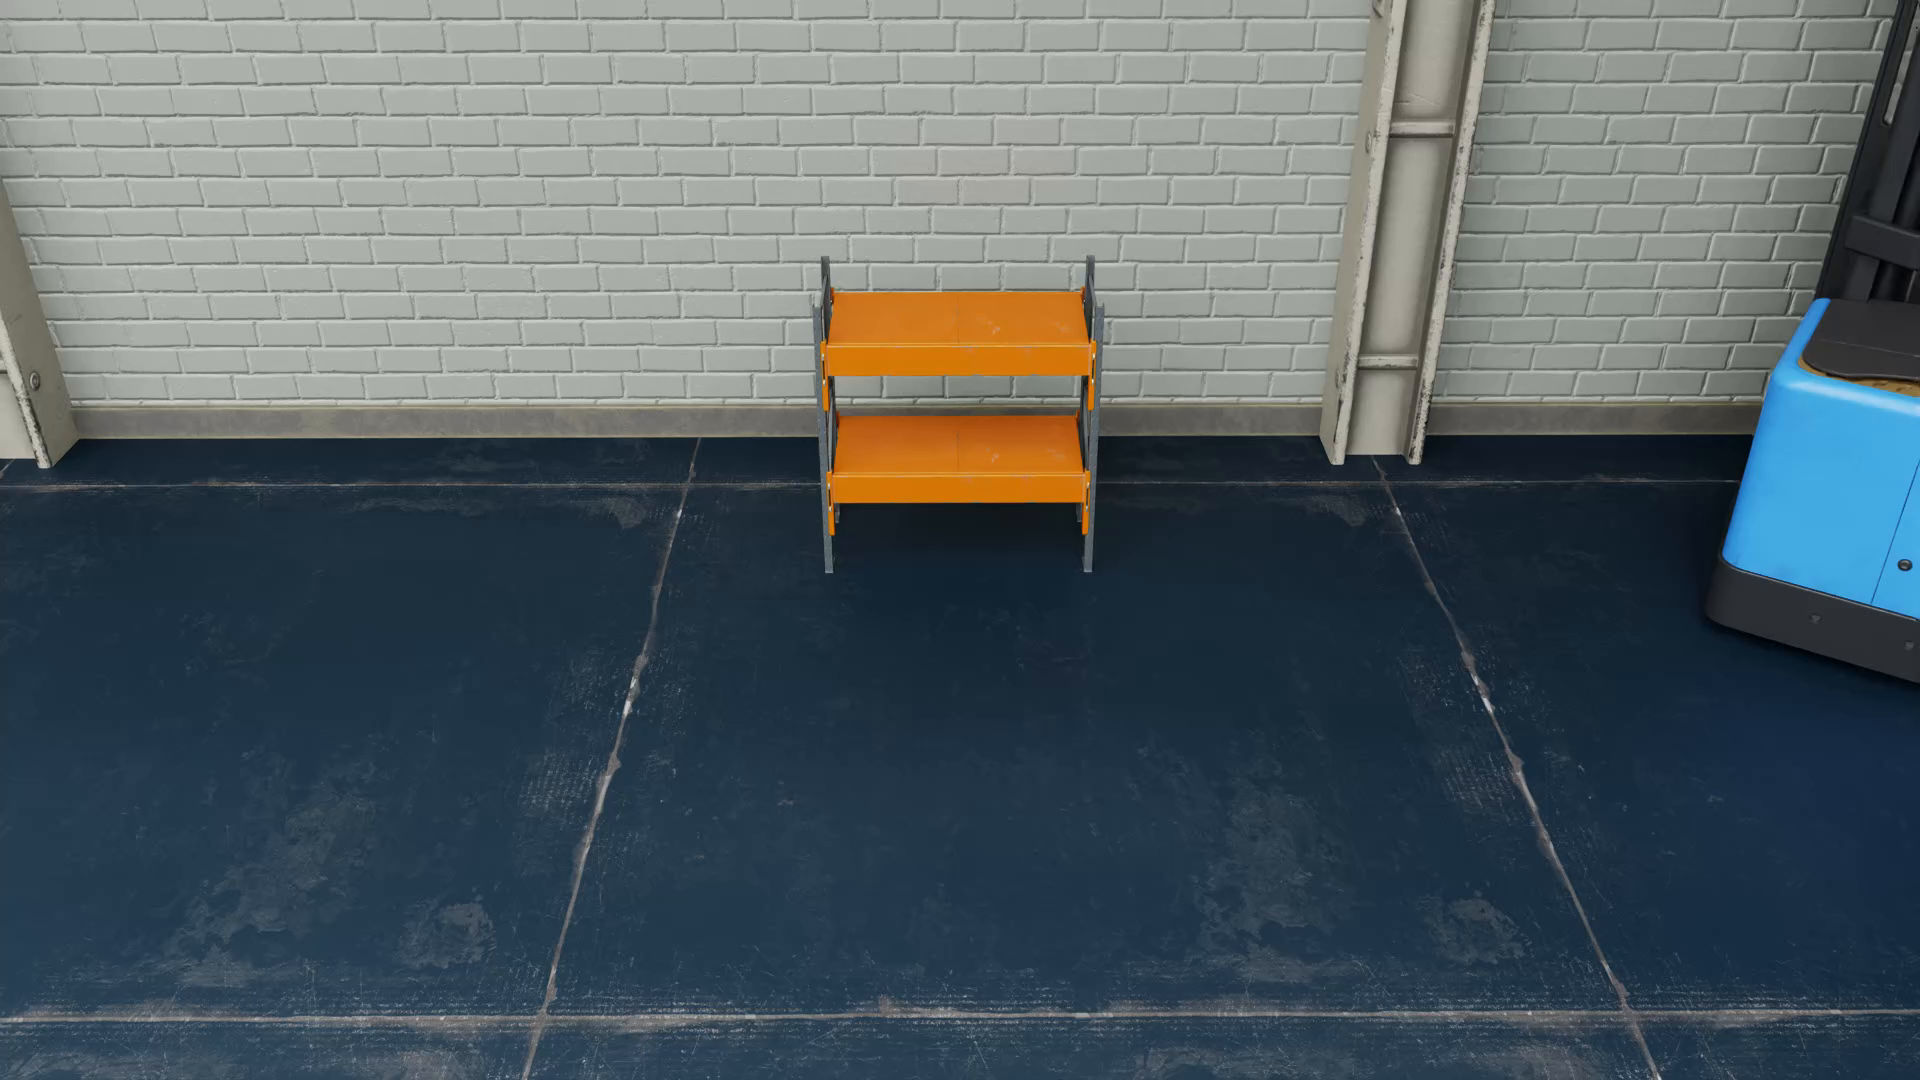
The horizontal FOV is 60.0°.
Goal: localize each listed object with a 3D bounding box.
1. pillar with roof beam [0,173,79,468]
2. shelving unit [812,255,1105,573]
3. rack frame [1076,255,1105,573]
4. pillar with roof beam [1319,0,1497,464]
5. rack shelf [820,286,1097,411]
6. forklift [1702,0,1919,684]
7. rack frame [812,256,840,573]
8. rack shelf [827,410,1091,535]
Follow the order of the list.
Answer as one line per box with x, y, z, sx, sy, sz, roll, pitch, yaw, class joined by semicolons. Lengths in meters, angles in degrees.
-4.147;-2.008;1.385;0.400;9.000;9.100;0;31;0;pillar with roof beam
-0.007;-0.481;6.458;1.048;1.125;0.538;0;31;0;shelving unit
0.502;-0.482;6.461;0.032;1.125;0.500;0;31;0;rack frame
1.853;-2.027;1.416;0.400;9.000;9.100;0;31;0;pillar with roof beam
-0.007;-0.731;6.306;1.000;0.278;0.538;0;31;0;rack shelf
3.993;-1.408;6.245;1.130;2.935;3.031;19;36;28;forklift
-0.515;-0.479;6.456;0.032;1.125;0.500;0;31;0;rack frame
-0.007;-0.272;6.585;1.000;0.278;0.538;0;31;0;rack shelf
